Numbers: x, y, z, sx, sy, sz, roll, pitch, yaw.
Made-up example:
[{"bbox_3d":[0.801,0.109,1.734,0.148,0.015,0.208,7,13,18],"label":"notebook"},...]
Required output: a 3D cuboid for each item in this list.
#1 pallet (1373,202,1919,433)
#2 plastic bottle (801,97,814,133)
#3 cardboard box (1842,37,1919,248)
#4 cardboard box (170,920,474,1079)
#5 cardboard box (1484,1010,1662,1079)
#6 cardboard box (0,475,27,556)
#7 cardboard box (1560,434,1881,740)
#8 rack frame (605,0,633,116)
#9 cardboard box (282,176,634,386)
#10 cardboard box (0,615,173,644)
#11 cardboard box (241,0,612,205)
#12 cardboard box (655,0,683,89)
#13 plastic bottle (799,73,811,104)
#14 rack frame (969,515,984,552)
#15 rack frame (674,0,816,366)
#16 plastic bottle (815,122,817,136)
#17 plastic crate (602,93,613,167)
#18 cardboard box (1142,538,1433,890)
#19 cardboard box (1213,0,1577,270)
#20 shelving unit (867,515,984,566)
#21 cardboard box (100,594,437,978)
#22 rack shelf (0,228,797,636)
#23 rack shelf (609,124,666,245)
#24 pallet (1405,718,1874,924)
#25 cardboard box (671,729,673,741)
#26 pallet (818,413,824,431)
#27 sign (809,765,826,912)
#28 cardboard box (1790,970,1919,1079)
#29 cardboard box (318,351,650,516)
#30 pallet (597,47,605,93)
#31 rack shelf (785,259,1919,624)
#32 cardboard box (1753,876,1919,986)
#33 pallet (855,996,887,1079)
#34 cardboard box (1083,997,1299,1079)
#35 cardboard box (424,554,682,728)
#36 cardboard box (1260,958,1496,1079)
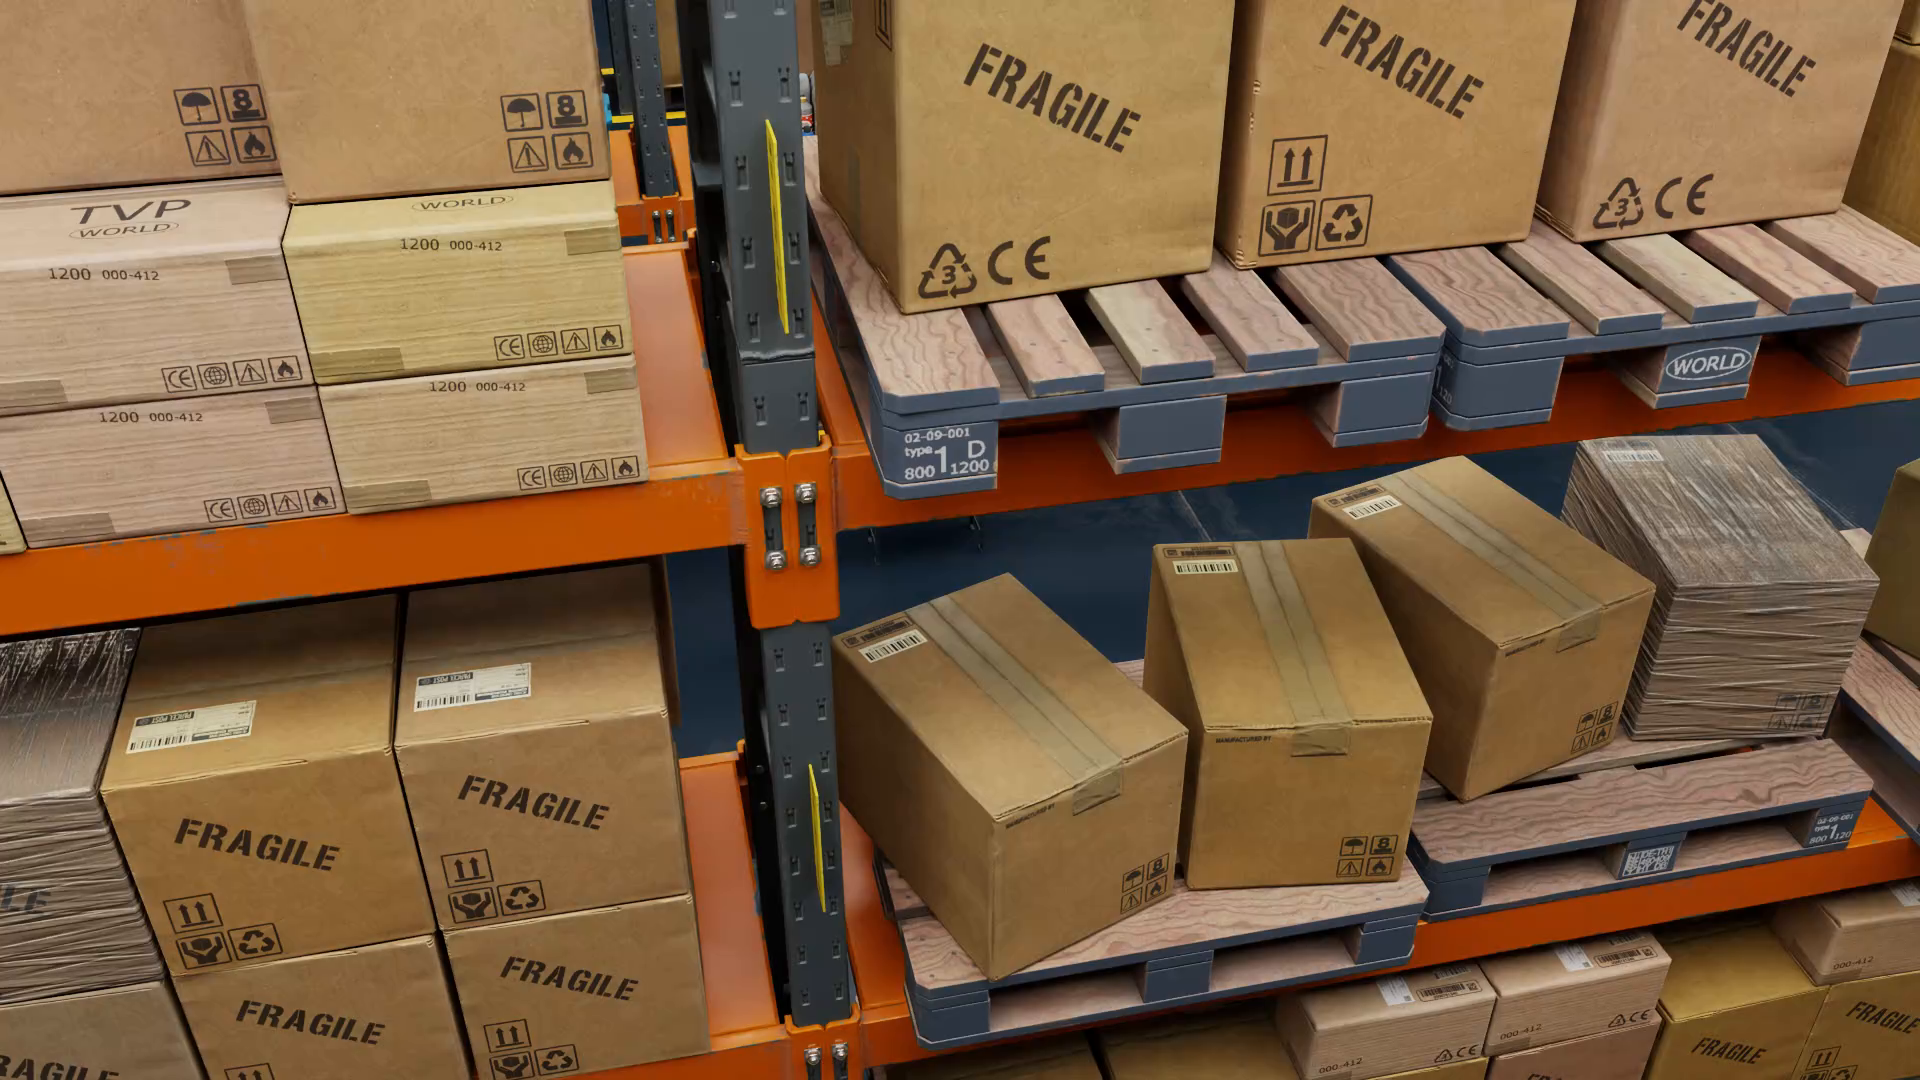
[{"bbox_3d":[1.245,-0.666,3.528,1.003,0.211,1.213,-7,35,-11],"label":"pallet"},{"bbox_3d":[-0.791,-2.141,8.427,0.097,0.201,0.097,0,34,0],"label":"plastic bottle"},{"bbox_3d":[2.061,-0.908,3.629,0.500,0.500,0.910,-7,35,-11],"label":"cardboard box"},{"bbox_3d":[-1.351,0.896,3.633,0.500,0.500,0.500,-6,34,-9],"label":"cardboard box"},{"bbox_3d":[1.608,1.410,4.806,0.500,0.500,0.500,-8,35,-12],"label":"cardboard box"},{"bbox_3d":[-1.809,-0.185,2.776,0.500,0.250,0.500,-7,35,-11],"label":"cardboard box"},{"bbox_3d":[1.961,0.112,4.425,0.500,0.500,0.700,-1,34,-2],"label":"cardboard box"},{"bbox_3d":[-2.599,-4.712,12.080,0.127,3.000,1.000,-7,35,-11],"label":"rack frame"},{"bbox_3d":[-0.832,-0.511,2.814,0.500,0.250,0.500,-7,35,-11],"label":"cardboard box"},{"bbox_3d":[-1.944,0.247,3.703,0.500,0.500,0.500,-8,35,-12],"label":"cardboard box"},{"bbox_3d":[-0.883,-0.949,2.794,0.500,0.500,0.700,-7,35,-11],"label":"cardboard box"},{"bbox_3d":[-1.979,-4.094,12.689,0.875,0.875,1.225,-7,35,-10],"label":"cardboard box"},{"bbox_3d":[-0.837,-2.238,8.504,0.135,0.276,0.152,-7,35,-11],"label":"plastic bottle"},{"bbox_3d":[0.077,-0.508,7.430,0.015,1.200,0.240,-7,35,-11],"label":"rack frame"},{"bbox_3d":[-0.417,-1.819,2.385,0.127,3.000,1.000,-7,35,-11],"label":"rack frame"},{"bbox_3d":[-0.614,-1.864,7.946,0.135,0.276,0.152,-7,35,-11],"label":"plastic bottle"},{"bbox_3d":[-1.887,-1.796,7.695,0.575,0.384,0.392,-7,35,-11],"label":"plastic crate"},{"bbox_3d":[0.751,0.401,3.994,0.500,0.500,0.700,-2,34,-3],"label":"cardboard box"},{"bbox_3d":[0.737,-0.947,3.221,0.600,0.600,0.600,-8,35,-11],"label":"cardboard box"},{"bbox_3d":[-0.161,-0.478,7.385,0.503,1.200,0.258,-7,35,-11],"label":"shelving unit"},{"bbox_3d":[-1.353,0.483,3.351,0.500,0.500,0.500,-8,35,-11],"label":"cardboard box"},{"bbox_3d":[-2.368,-0.029,3.054,4.000,0.370,1.077,-7,35,-11],"label":"rack shelf"},{"bbox_3d":[-3.457,-1.476,7.903,4.000,0.370,1.077,-7,35,-11],"label":"rack shelf"},{"bbox_3d":[1.588,0.502,4.482,1.213,0.211,1.003,-7,35,-11],"label":"pallet"},{"bbox_3d":[-0.975,0.545,4.156,0.500,0.500,0.500,-6,34,-9],"label":"cardboard box"},{"bbox_3d":[-0.745,-0.935,8.953,1.213,0.211,1.003,-7,35,-11],"label":"pallet"},{"bbox_3d":[-0.290,0.607,3.377,0.005,0.325,0.100,-7,35,-11],"label":"sign"},{"bbox_3d":[2.624,1.278,5.001,0.500,0.500,0.500,-6,34,-9],"label":"cardboard box"},{"bbox_3d":[-0.833,-0.307,2.958,0.500,0.250,0.500,-7,35,-11],"label":"cardboard box"},{"bbox_3d":[-3.358,-3.503,12.781,1.213,0.211,1.003,-7,35,-11],"label":"pallet"},{"bbox_3d":[1.533,-0.520,3.787,4.000,0.370,1.077,-7,35,-11],"label":"rack shelf"},{"bbox_3d":[2.570,0.976,4.779,0.500,0.250,0.500,-6,34,-9],"label":"cardboard box"},{"bbox_3d":[0.368,1.710,5.013,1.213,0.211,1.003,-7,35,-11],"label":"pallet"},{"bbox_3d":[0.626,1.529,4.628,0.500,0.500,0.500,-7,34,-10],"label":"cardboard box"},{"bbox_3d":[-0.939,0.121,3.891,0.500,0.500,0.500,-6,34,-9],"label":"cardboard box"},{"bbox_3d":[1.084,1.166,4.496,0.500,0.250,0.500,-7,35,-10],"label":"cardboard box"}]
